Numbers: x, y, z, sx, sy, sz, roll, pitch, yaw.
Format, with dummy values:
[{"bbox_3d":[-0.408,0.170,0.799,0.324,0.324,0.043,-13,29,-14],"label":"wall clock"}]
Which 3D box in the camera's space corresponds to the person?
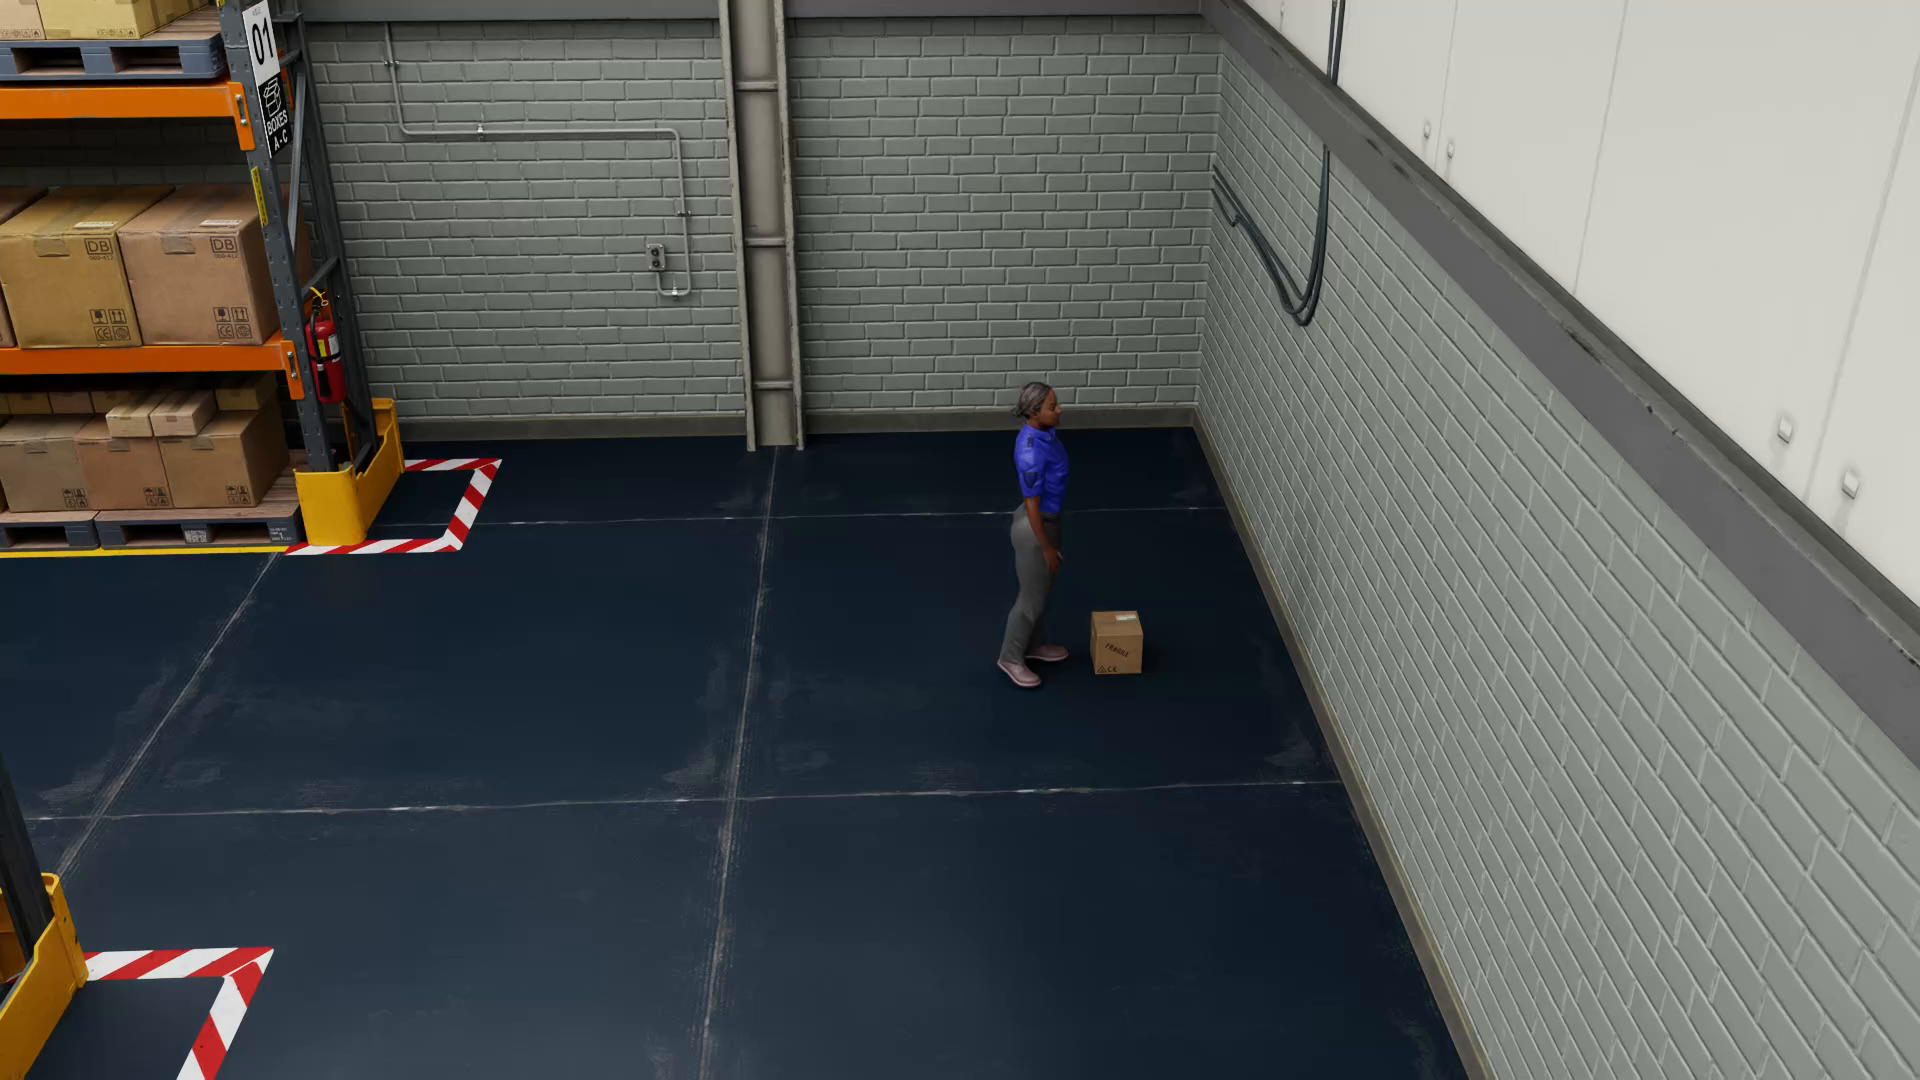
[{"bbox_3d":[0.396,-0.038,8.679,0.376,1.645,0.474,3,28,6],"label":"person"}]
